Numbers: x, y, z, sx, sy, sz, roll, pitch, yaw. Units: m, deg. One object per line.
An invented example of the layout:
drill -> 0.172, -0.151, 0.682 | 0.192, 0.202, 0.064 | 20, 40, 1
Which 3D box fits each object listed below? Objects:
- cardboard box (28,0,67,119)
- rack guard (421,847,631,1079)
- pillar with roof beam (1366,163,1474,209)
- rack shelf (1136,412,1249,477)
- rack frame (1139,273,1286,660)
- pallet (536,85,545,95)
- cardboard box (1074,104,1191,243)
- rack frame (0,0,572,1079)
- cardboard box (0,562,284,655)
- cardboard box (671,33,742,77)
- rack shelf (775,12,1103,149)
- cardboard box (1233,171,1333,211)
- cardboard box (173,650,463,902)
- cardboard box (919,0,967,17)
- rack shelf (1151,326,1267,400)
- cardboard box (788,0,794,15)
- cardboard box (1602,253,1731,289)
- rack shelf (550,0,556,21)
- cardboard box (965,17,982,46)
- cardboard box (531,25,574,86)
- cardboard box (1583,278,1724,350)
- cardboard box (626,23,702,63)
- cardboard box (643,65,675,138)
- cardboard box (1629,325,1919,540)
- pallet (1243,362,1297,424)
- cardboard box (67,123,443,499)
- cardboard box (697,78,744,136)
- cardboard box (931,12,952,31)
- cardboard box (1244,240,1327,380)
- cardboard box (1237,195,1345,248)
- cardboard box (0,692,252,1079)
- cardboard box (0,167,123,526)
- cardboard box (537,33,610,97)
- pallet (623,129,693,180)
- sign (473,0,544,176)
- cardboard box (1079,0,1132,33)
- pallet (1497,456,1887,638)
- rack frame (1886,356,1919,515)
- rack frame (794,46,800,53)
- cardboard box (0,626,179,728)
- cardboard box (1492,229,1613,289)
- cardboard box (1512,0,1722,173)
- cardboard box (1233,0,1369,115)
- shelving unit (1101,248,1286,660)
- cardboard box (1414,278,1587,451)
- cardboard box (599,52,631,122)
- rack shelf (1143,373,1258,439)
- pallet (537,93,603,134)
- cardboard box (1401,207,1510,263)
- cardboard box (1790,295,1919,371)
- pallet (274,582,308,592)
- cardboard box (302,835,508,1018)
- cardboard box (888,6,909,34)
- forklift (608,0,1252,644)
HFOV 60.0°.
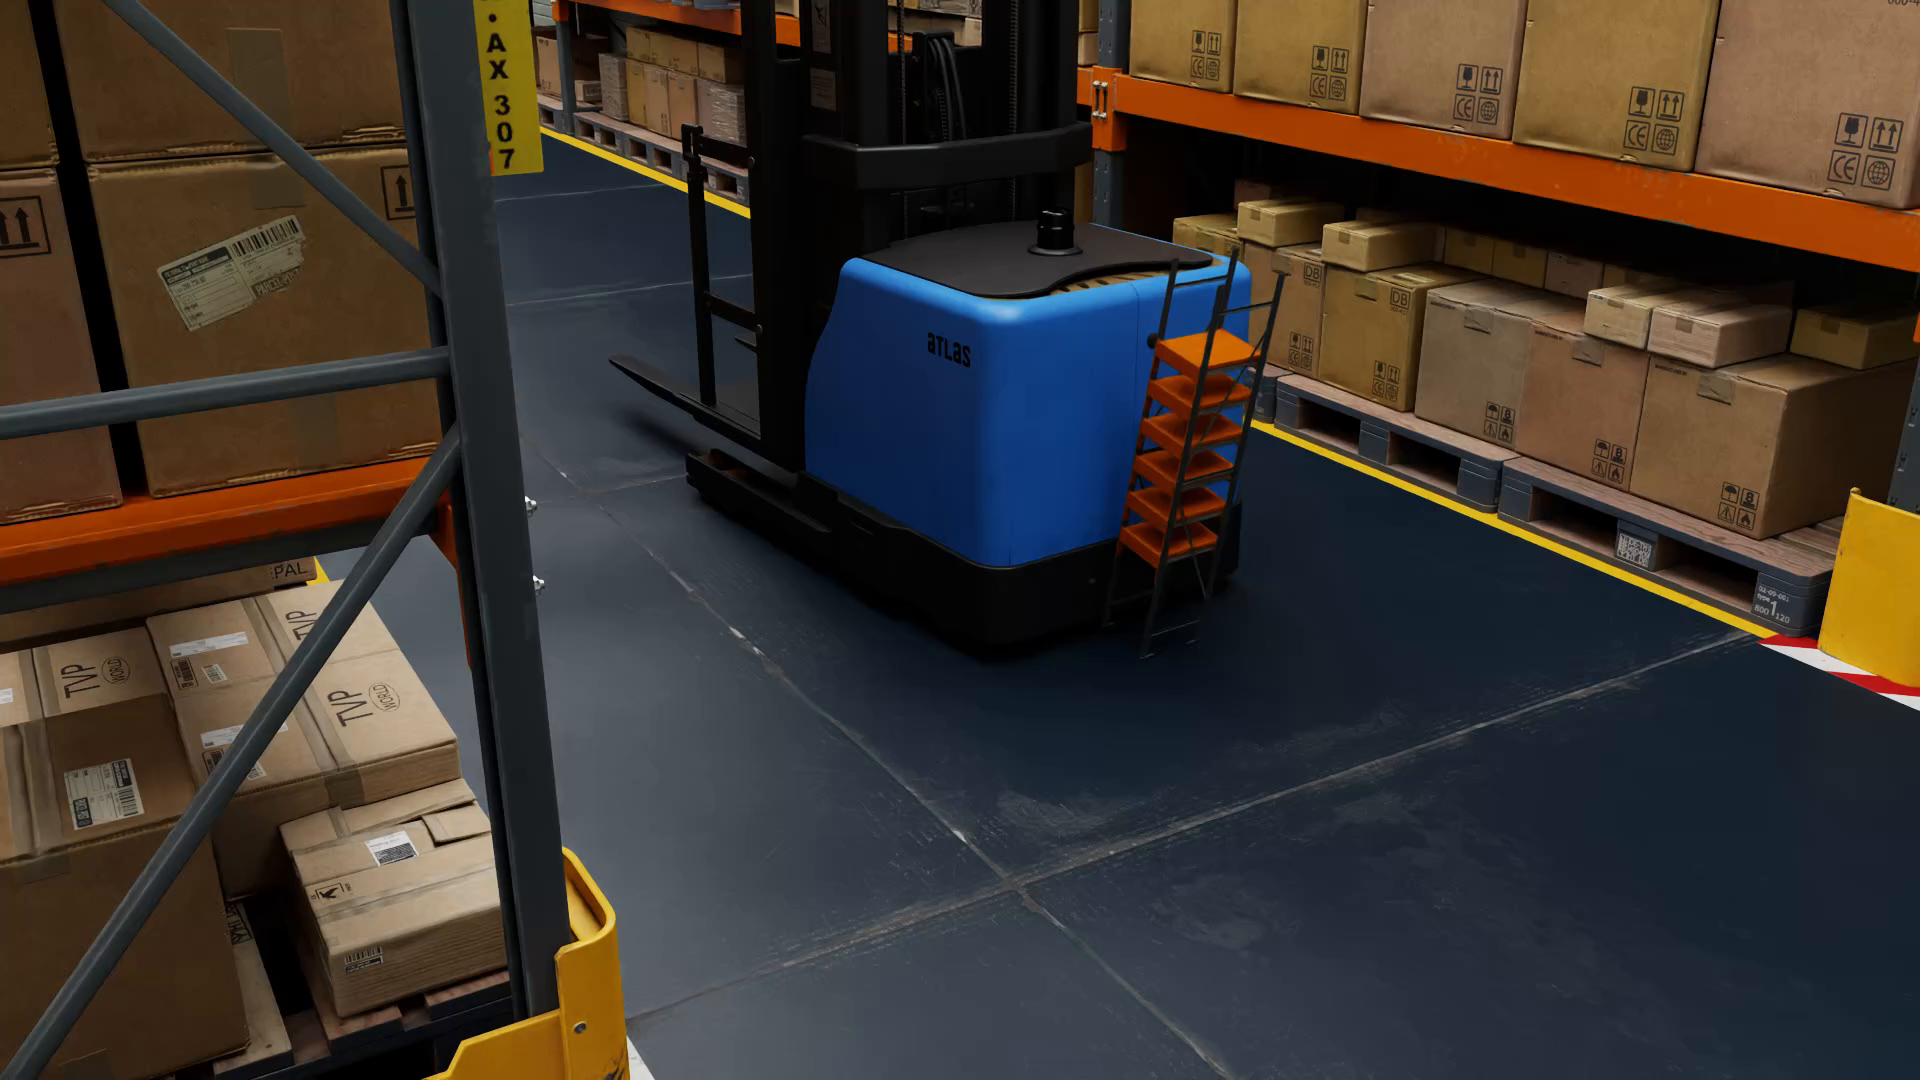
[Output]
cardboard box -> -1.395, -1.049, 2.948 | 0.500, 0.500, 0.500 | -12, 25, -28
rack guard -> -1.160, 0.956, 2.795 | 1.175, 0.500, 0.348 | -13, 25, -28
pillar with roof beam -> -1.507, -4.317, 4.482 | 9.100, 9.000, 0.400 | -13, 25, -28
rack shelf -> 0.658, -0.287, 4.706 | 0.258, 0.103, 0.180 | -15, 38, -32
rack frame -> 0.700, -0.178, 4.684 | 0.240, 1.200, 0.006 | -15, 38, -32
pallet -> -3.995, -4.330, 16.184 | 1.003, 0.211, 1.213 | -13, 25, -28
cardboard box -> 0.649, -1.810, 8.579 | 0.750, 0.750, 0.750 | -12, 25, -28
rack frame -> -1.118, -0.178, 2.266 | 0.949, 2.616, 0.053 | -13, 25, -28
cardboard box -> -2.200, 0.088, 4.343 | 0.797, 0.503, 0.637 | -13, 25, -28
cardboard box -> -1.868, -3.699, 12.669 | 0.500, 0.250, 0.500 | -13, 25, -28
rack shelf -> 0.071, -2.740, 9.525 | 1.077, 0.370, 4.000 | -13, 25, -28
cardboard box -> 1.483, -1.587, 7.632 | 0.380, 0.149, 0.250 | -13, 25, -29
cardboard box -> -1.410, 0.500, 3.664 | 0.500, 0.250, 0.500 | -13, 25, -28
cardboard box -> 0.121, -3.048, 8.772 | 0.500, 0.500, 0.500 | -13, 25, -28
rack shelf -> 0.685, -0.490, 4.581 | 0.258, 0.103, 0.180 | -15, 38, -32
cardboard box -> -0.861, -3.379, 10.449 | 0.380, 0.149, 0.250 | -12, 25, -28
cardboard box -> 2.541, -0.919, 5.988 | 0.380, 0.149, 0.250 | -12, 25, -28
rack shelf -> -4.016, -5.330, 15.896 | 1.077, 0.370, 4.000 | -13, 25, -28
cardboard box -> 0.248, -2.618, 8.576 | 0.380, 0.149, 0.250 | -13, 25, -28
cardboard box -> -4.138, -4.684, 16.086 | 0.700, 0.500, 0.500 | -14, 26, -32
cardboard box -> 2.339, -0.765, 5.610 | 0.380, 0.149, 0.250 | -12, 25, -27
cardboard box -> -2.376, -4.032, 13.487 | 0.500, 0.250, 0.500 | -13, 26, -29
cardboard box -> -2.071, -3.496, 13.164 | 0.700, 0.500, 0.500 | -12, 25, -28
cardboard box -> 2.692, -0.375, 5.513 | 0.700, 0.500, 0.500 | -13, 25, -28
pallet -> 1.414, -0.873, 7.679 | 1.003, 0.211, 1.213 | -13, 25, -28
cardboard box -> -1.121, -0.418, 2.723 | 0.500, 0.500, 0.500 | -12, 25, -27
cardboard box -> -1.527, -3.179, 12.384 | 0.700, 0.500, 0.500 | -13, 25, -28
cardboard box -> 0.065, -2.794, 9.008 | 0.380, 0.149, 0.250 | -13, 26, -30
cardboard box -> 1.640, -1.038, 7.143 | 0.700, 0.500, 0.500 | -13, 25, -29
cardboard box -> 1.404, -1.355, 7.063 | 0.380, 0.149, 0.250 | -12, 25, -26
cardboard box -> -1.611, 0.648, 2.968 | 0.500, 0.500, 0.500 | -13, 25, -28
cardboard box -> -1.584, -0.316, 2.473 | 0.500, 0.500, 0.500 | -12, 25, -27
cardboard box -> -3.559, -4.390, 15.364 | 0.500, 0.500, 0.500 | -15, 26, -32
pallet -> -1.968, -3.077, 13.101 | 1.003, 0.211, 1.213 | -13, 25, -28
sign -> -0.655, -0.683, 2.358 | 0.100, 0.325, 0.005 | -13, 25, -28
cardboard box -> 0.640, -2.720, 7.967 | 0.500, 0.500, 0.500 | -13, 26, -29
pallet -> 2.660, -0.083, 5.736 | 1.003, 0.211, 1.213 | -13, 25, -28
rack frame -> 3.136, -1.131, 4.611 | 1.000, 3.000, 0.127 | -13, 25, -28
rack frame -> -0.951, -3.721, 10.982 | 1.000, 3.000, 0.127 | -13, 25, -28
cardboard box -> -2.070, 0.451, 3.786 | 0.500, 0.250, 0.500 | -13, 25, -28
cardboard box -> 2.279, -1.084, 6.395 | 0.380, 0.149, 0.250 | -12, 25, -28
cardboard box -> 2.485, -1.667, 5.530 | 0.980, 0.700, 0.700 | -13, 25, -29
cardboard box -> 1.724, -2.149, 6.717 | 0.980, 0.700, 0.700 | -13, 26, -30
shelving unit -> 0.649, -0.223, 4.745 | 0.258, 1.200, 0.189 | -15, 38, -32
cardboard box -> 2.179, -0.700, 6.312 | 0.700, 0.500, 0.500 | -14, 26, -30
cardboard box -> -2.604, -3.827, 13.978 | 0.700, 0.500, 0.500 | -12, 25, -26
rack shelf -> 0.671, -0.388, 4.643 | 0.258, 0.103, 0.180 | -15, 38, -32
pallet -> -3.368, -3.935, 15.211 | 1.003, 0.211, 1.213 | -13, 25, -28
cardboard box -> 2.017, -1.249, 6.802 | 0.380, 0.149, 0.250 | -12, 25, -28
cardboard box -> 2.928, -0.674, 5.386 | 0.380, 0.149, 0.250 | -12, 25, -28
pallet -> -2.187, 0.438, 4.455 | 1.003, 0.211, 1.213 | -13, 25, -28
cardboard box -> -1.040, 0.738, 3.214 | 0.380, 0.149, 0.250 | -13, 25, -28
cardboard box -> -0.189, -2.968, 9.438 | 0.380, 0.149, 0.250 | -12, 25, -28
forklift -> -0.362, -1.548, 5.729 | 1.130, 2.935, 3.031 | -15, 27, -33
